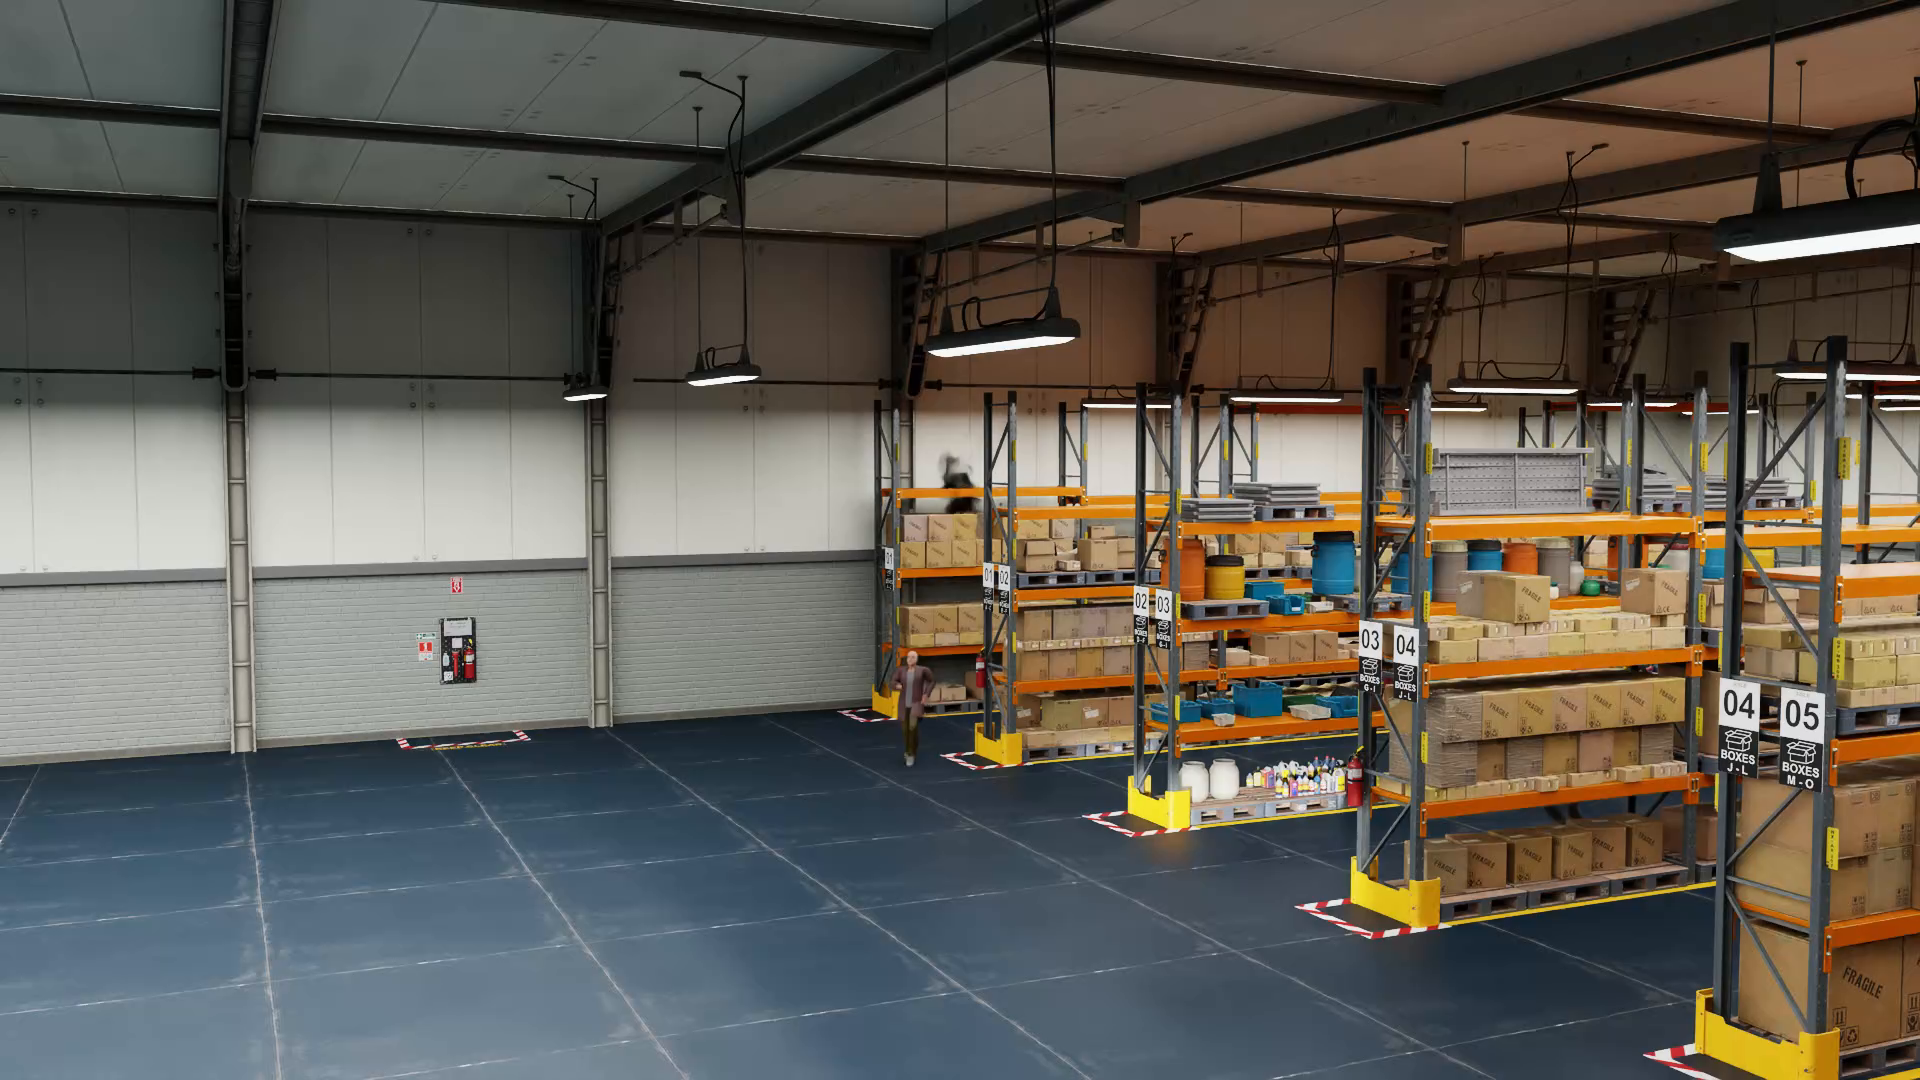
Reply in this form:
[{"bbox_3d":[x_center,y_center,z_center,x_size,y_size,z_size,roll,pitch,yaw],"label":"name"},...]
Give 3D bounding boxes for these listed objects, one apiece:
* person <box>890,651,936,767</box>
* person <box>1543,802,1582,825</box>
[{"bbox_3d":[-0.795,2.711,26.908,0.708,1.844,0.742,1,3,17],"label":"person"},{"bbox_3d":[7.774,3.092,21.401,0.646,1.626,0.550,-2,4,-32],"label":"person"}]
